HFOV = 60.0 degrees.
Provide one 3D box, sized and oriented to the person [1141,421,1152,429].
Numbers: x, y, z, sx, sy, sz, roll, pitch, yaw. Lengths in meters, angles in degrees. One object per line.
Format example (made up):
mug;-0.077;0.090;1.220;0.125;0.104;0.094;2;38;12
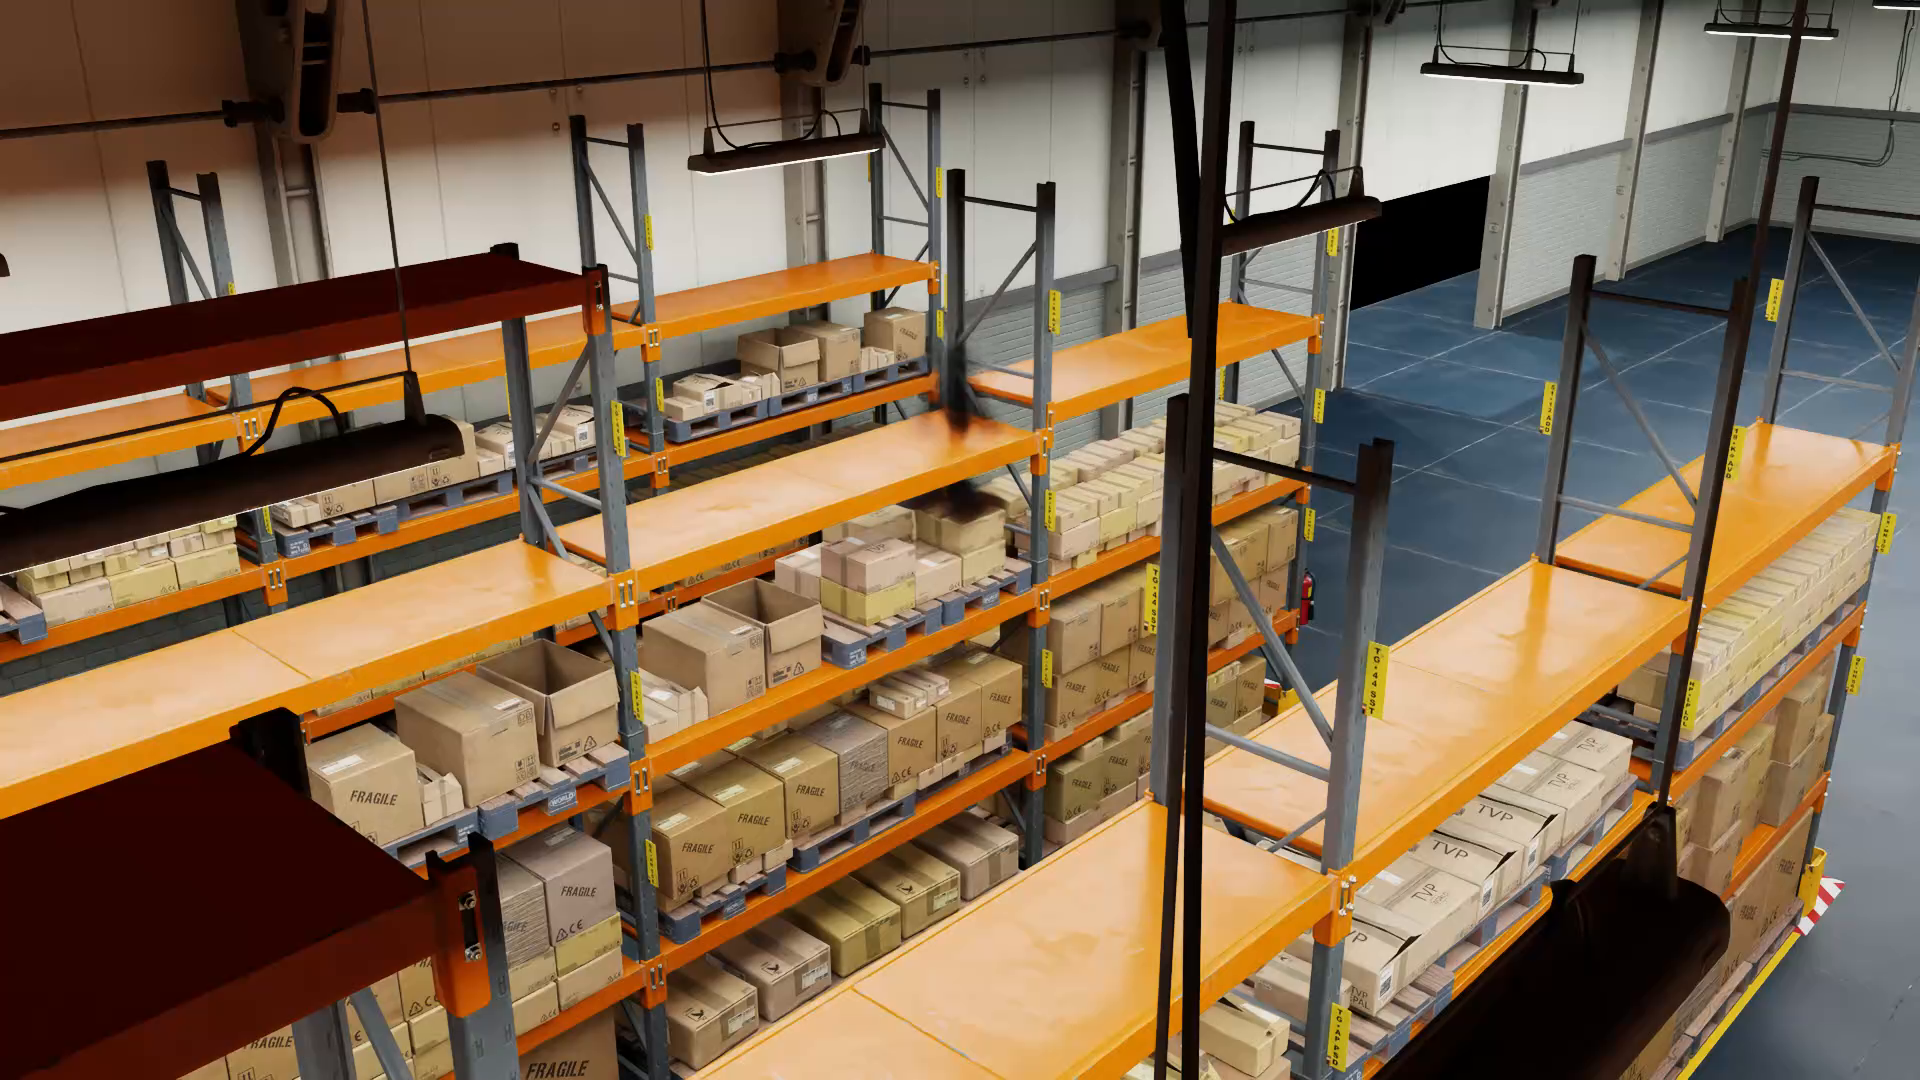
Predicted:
person;2.654;-0.890;22.030;0.704;1.731;1.057;13;25;30
